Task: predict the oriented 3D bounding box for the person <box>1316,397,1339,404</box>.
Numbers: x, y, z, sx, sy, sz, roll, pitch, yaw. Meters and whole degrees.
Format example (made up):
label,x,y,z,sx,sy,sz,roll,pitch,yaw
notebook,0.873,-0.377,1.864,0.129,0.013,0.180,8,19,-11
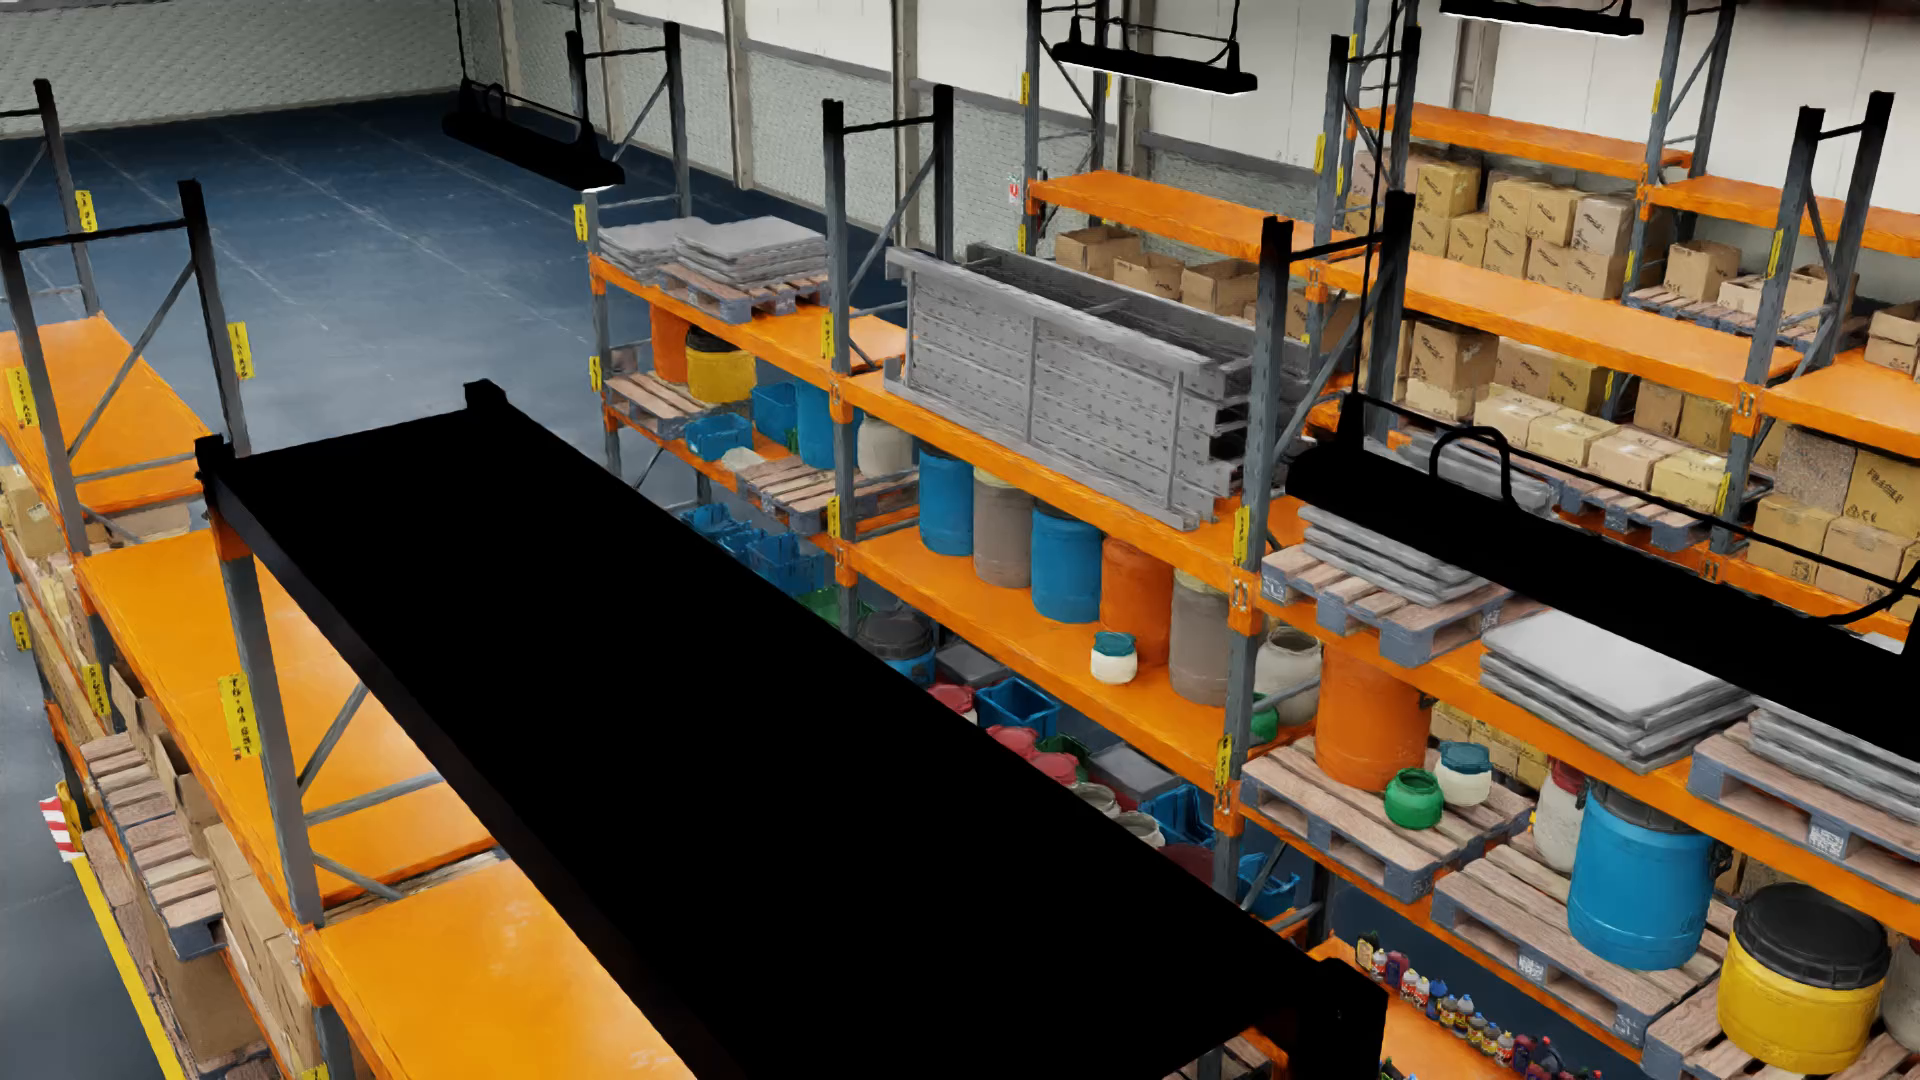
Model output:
label,x,y,z,sx,sy,sz,roll,pitch,yaw
person,4.465,-1.426,20.094,0.578,1.644,0.445,12,27,24
